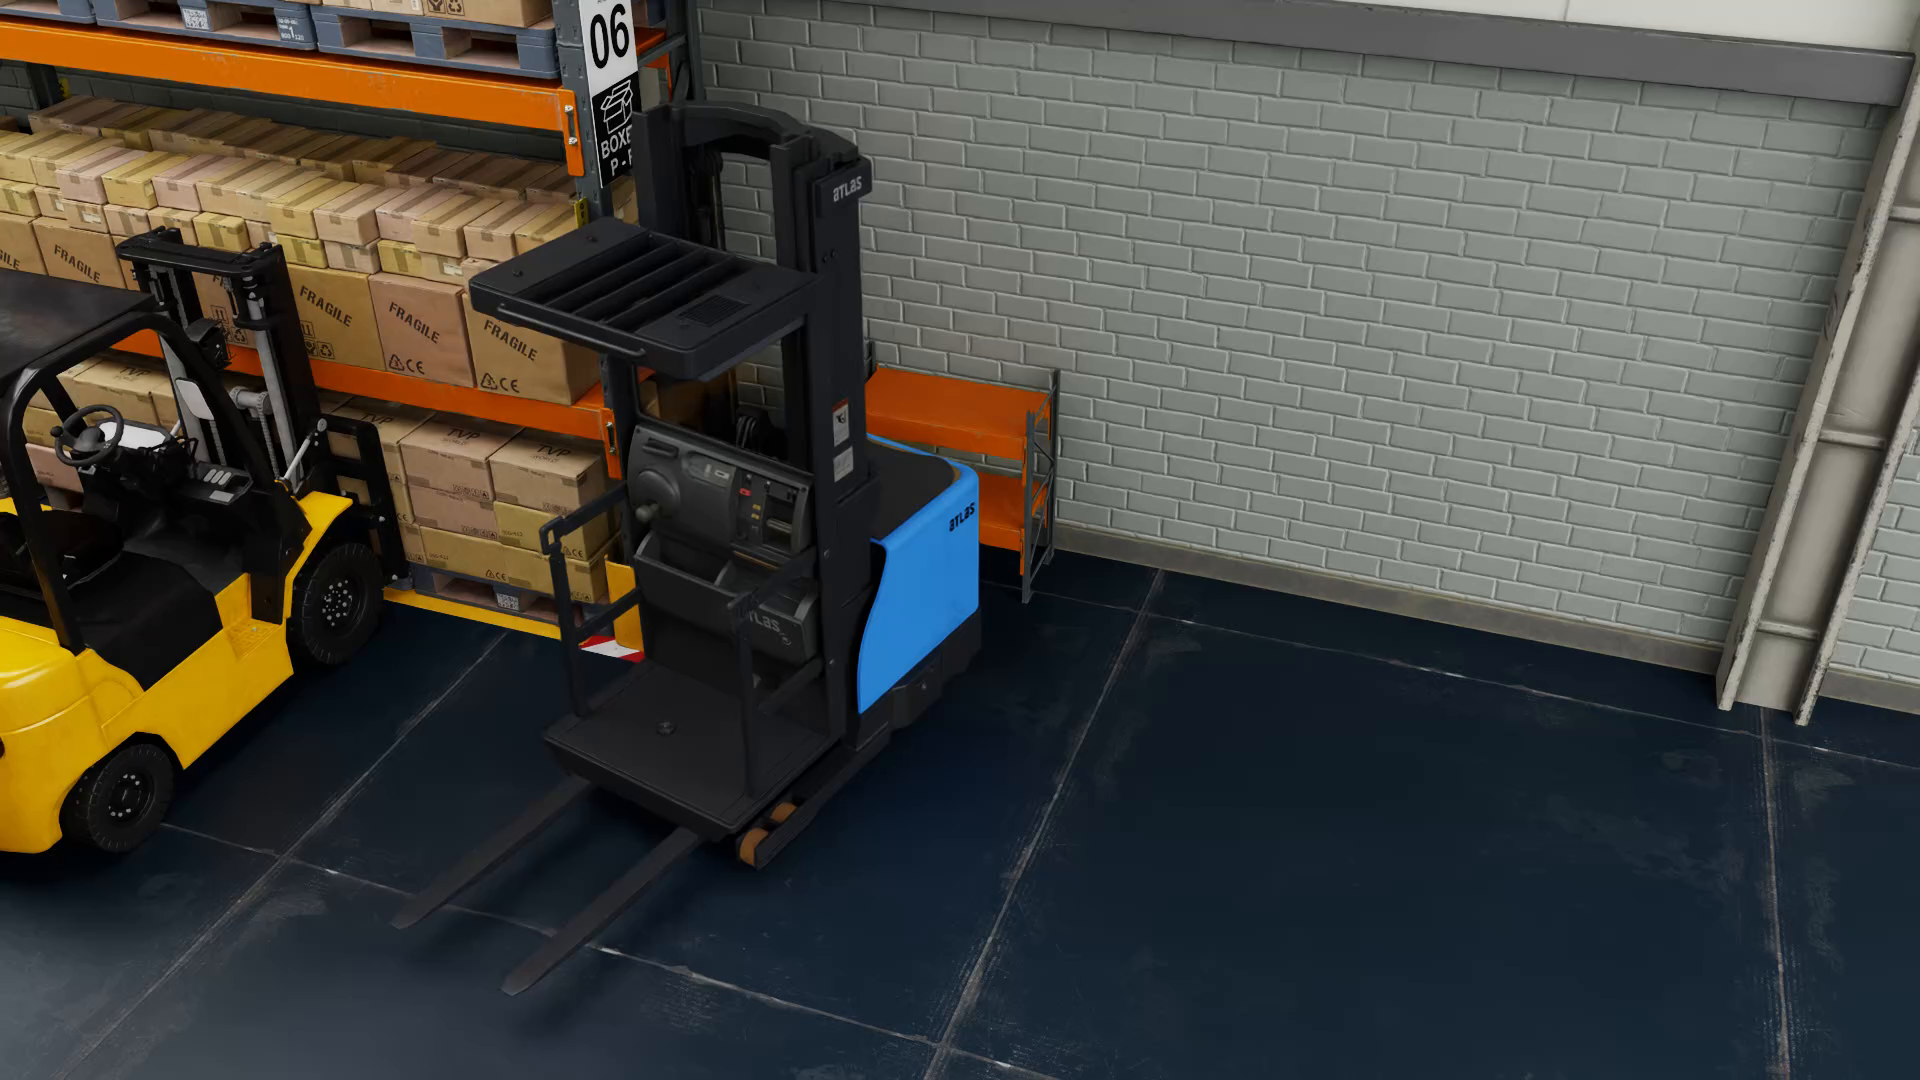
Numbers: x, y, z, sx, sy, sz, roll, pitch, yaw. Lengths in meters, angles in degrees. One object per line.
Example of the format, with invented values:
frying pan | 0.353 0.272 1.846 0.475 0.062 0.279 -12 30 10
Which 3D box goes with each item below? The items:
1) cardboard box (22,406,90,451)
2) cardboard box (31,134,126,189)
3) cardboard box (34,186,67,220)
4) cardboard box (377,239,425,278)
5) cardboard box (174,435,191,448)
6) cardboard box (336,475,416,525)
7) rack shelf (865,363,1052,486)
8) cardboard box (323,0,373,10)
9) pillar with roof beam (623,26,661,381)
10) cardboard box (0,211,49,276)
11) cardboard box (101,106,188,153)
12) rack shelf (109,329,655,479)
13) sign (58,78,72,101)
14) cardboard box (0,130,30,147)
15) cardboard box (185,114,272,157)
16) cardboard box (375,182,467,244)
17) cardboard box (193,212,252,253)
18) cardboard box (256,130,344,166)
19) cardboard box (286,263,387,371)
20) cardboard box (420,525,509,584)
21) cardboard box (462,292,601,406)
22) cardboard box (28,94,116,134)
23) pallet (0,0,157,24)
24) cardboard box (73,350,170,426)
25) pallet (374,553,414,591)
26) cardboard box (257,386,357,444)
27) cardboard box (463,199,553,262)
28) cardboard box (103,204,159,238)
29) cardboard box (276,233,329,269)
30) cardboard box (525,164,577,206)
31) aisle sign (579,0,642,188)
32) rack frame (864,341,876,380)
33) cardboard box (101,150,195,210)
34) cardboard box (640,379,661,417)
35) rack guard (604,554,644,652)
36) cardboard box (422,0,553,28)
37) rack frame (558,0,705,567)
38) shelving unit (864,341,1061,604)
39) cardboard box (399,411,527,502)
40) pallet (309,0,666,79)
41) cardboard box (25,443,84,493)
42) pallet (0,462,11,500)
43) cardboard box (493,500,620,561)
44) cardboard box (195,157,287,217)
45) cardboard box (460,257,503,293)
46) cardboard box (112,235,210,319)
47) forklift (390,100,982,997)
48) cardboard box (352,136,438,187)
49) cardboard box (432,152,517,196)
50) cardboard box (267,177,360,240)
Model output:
cardboard box | -4.843 -0.724 9.260 0.500 0.250 0.500 11 34 16
cardboard box | -4.474 -1.924 8.468 0.250 0.149 0.380 10 34 16
cardboard box | -4.483 -1.780 8.520 0.250 0.149 0.380 11 34 16
cardboard box | -2.553 -1.403 7.935 0.250 0.149 0.380 11 34 16
cardboard box | -3.898 -0.534 8.967 0.500 0.250 0.500 11 34 16
cardboard box | -2.954 -0.348 8.679 0.500 0.250 0.500 10 34 15
rack shelf | -0.062 -0.606 8.579 1.000 0.278 0.538 11 34 16
cardboard box | -2.549 -2.471 7.160 0.258 0.266 0.396 11 34 17
pillar with roof beam | -3.232 -1.916 3.890 0.400 9.000 9.100 11 34 16
cardboard box | -4.864 -1.566 8.786 0.500 0.500 0.500 10 34 15
cardboard box | -4.315 -2.165 8.841 0.250 0.149 0.380 11 34 16
rack shelf | -3.311 -1.070 8.773 4.000 0.370 1.077 11 34 16
sign | -5.008 -2.419 9.328 0.005 0.325 0.100 11 34 16
cardboard box | -4.994 -1.968 8.536 0.250 0.149 0.380 12 35 17
cardboard box | -3.821 -2.093 8.731 0.250 0.149 0.380 10 34 16
cardboard box | -2.544 -1.551 7.890 0.250 0.149 0.380 11 35 17
cardboard box | -3.534 -1.567 8.190 0.250 0.149 0.380 10 34 15
cardboard box | -3.369 -1.961 8.525 0.250 0.149 0.380 12 35 18
cardboard box | -2.948 -1.198 8.215 0.500 0.500 0.500 10 34 16
cardboard box | -2.442 -0.048 8.675 0.500 0.250 0.500 11 34 16
cardboard box | -1.980 -1.004 7.916 0.500 0.500 0.500 10 34 15
cardboard box | -4.791 -2.274 9.010 0.250 0.149 0.380 11 34 17
pallet | -4.382 -2.818 8.134 1.213 0.211 1.003 11 34 16
cardboard box | -4.366 -0.832 8.968 0.500 0.250 0.500 11 34 17
pallet | -3.307 -0.178 9.298 1.213 0.211 1.003 11 34 16
cardboard box | -3.402 -0.647 8.681 0.500 0.250 0.500 10 34 15
cardboard box | -2.079 -1.433 7.708 0.250 0.149 0.380 11 34 17
cardboard box | -4.030 -1.648 8.316 0.250 0.149 0.380 11 34 16
cardboard box | -3.065 -1.464 8.029 0.250 0.149 0.380 11 35 17
cardboard box | -1.902 -1.697 8.117 0.250 0.149 0.380 12 35 18
aisle sign | -1.465 -1.937 7.055 0.004 0.787 0.394 11 34 16
rack frame | -0.543 -0.449 8.877 0.032 1.125 0.500 11 34 16
cardboard box | -4.013 -1.791 8.262 0.250 0.149 0.380 10 34 16
cardboard box | -1.817 -0.632 8.658 0.500 0.250 0.500 10 34 16
rack guard | -1.406 0.048 8.683 0.348 0.500 1.175 11 34 16
cardboard box | -1.927 -2.484 6.962 0.500 0.500 0.500 12 35 18
rack frame | -1.428 -1.006 8.011 0.127 3.000 1.000 11 34 16
shelving unit | -0.062 -0.360 8.738 1.048 1.125 0.538 11 34 16
cardboard box | -2.450 -0.463 8.396 0.500 0.250 0.500 12 35 17
pallet | -2.085 -2.372 7.443 1.213 0.211 1.003 11 34 16
cardboard box | -4.850 -0.502 9.378 0.500 0.250 0.500 11 35 17
pallet | -5.900 -0.682 10.079 1.213 0.211 1.003 11 34 16
cardboard box | -1.992 -0.167 8.398 0.500 0.250 0.500 11 34 16
cardboard box | -3.514 -1.736 8.177 0.250 0.149 0.380 11 34 17
cardboard box | -2.100 -1.273 7.734 0.250 0.149 0.380 12 35 17
cardboard box | -3.891 -1.387 8.509 0.500 0.500 0.500 11 34 16
forklift | -1.120 -0.134 6.724 1.130 2.935 3.031 19 38 27
cardboard box | -2.859 -1.909 8.445 0.250 0.149 0.380 10 34 15
cardboard box | -2.389 -1.775 8.238 0.250 0.149 0.380 11 35 17
cardboard box | -3.072 -1.586 7.945 0.250 0.149 0.380 12 35 17
